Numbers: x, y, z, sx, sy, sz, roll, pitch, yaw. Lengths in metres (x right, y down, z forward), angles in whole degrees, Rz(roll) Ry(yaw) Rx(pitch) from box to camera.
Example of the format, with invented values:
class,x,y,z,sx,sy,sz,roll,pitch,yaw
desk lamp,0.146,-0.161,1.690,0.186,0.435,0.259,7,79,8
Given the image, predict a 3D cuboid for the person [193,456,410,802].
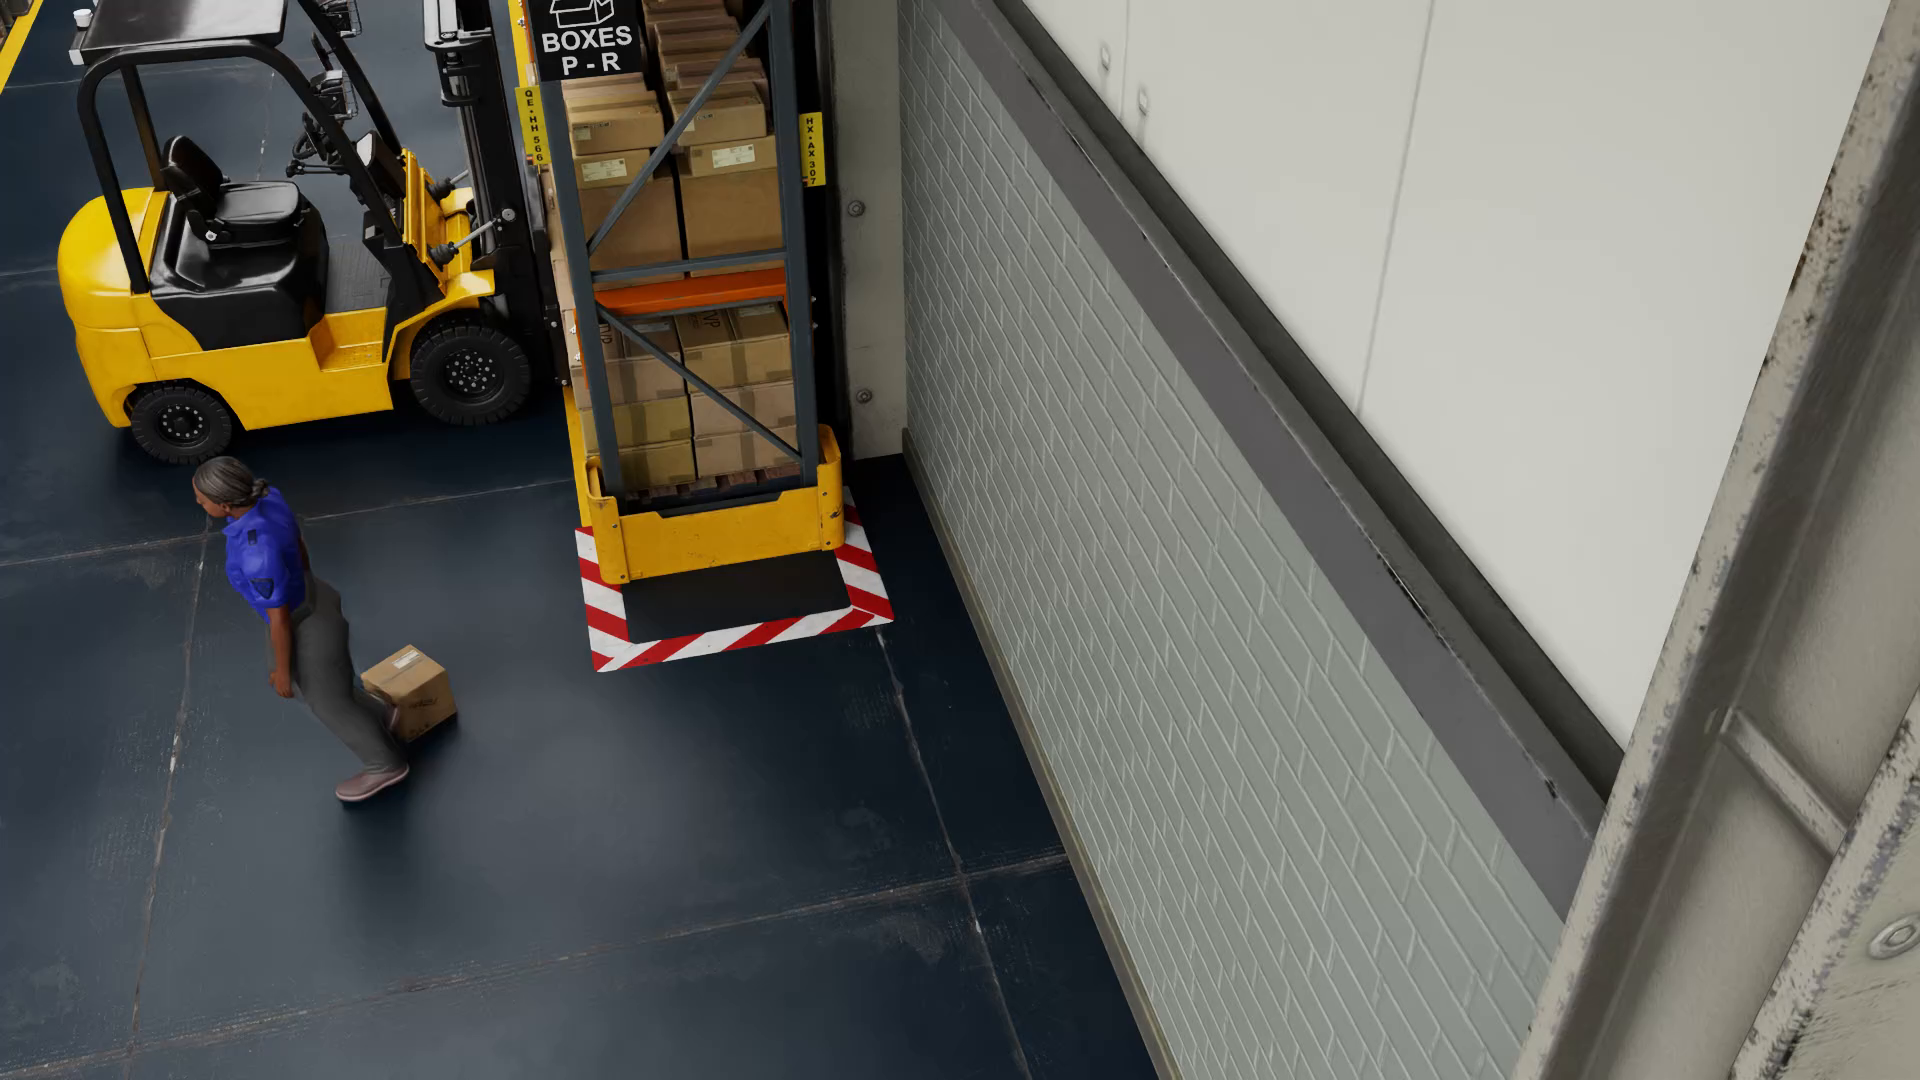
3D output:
class,x,y,z,sx,sy,sz,roll,pitch,yaw
person,-2.457,0.329,6.276,0.448,1.655,0.482,-14,40,-17
